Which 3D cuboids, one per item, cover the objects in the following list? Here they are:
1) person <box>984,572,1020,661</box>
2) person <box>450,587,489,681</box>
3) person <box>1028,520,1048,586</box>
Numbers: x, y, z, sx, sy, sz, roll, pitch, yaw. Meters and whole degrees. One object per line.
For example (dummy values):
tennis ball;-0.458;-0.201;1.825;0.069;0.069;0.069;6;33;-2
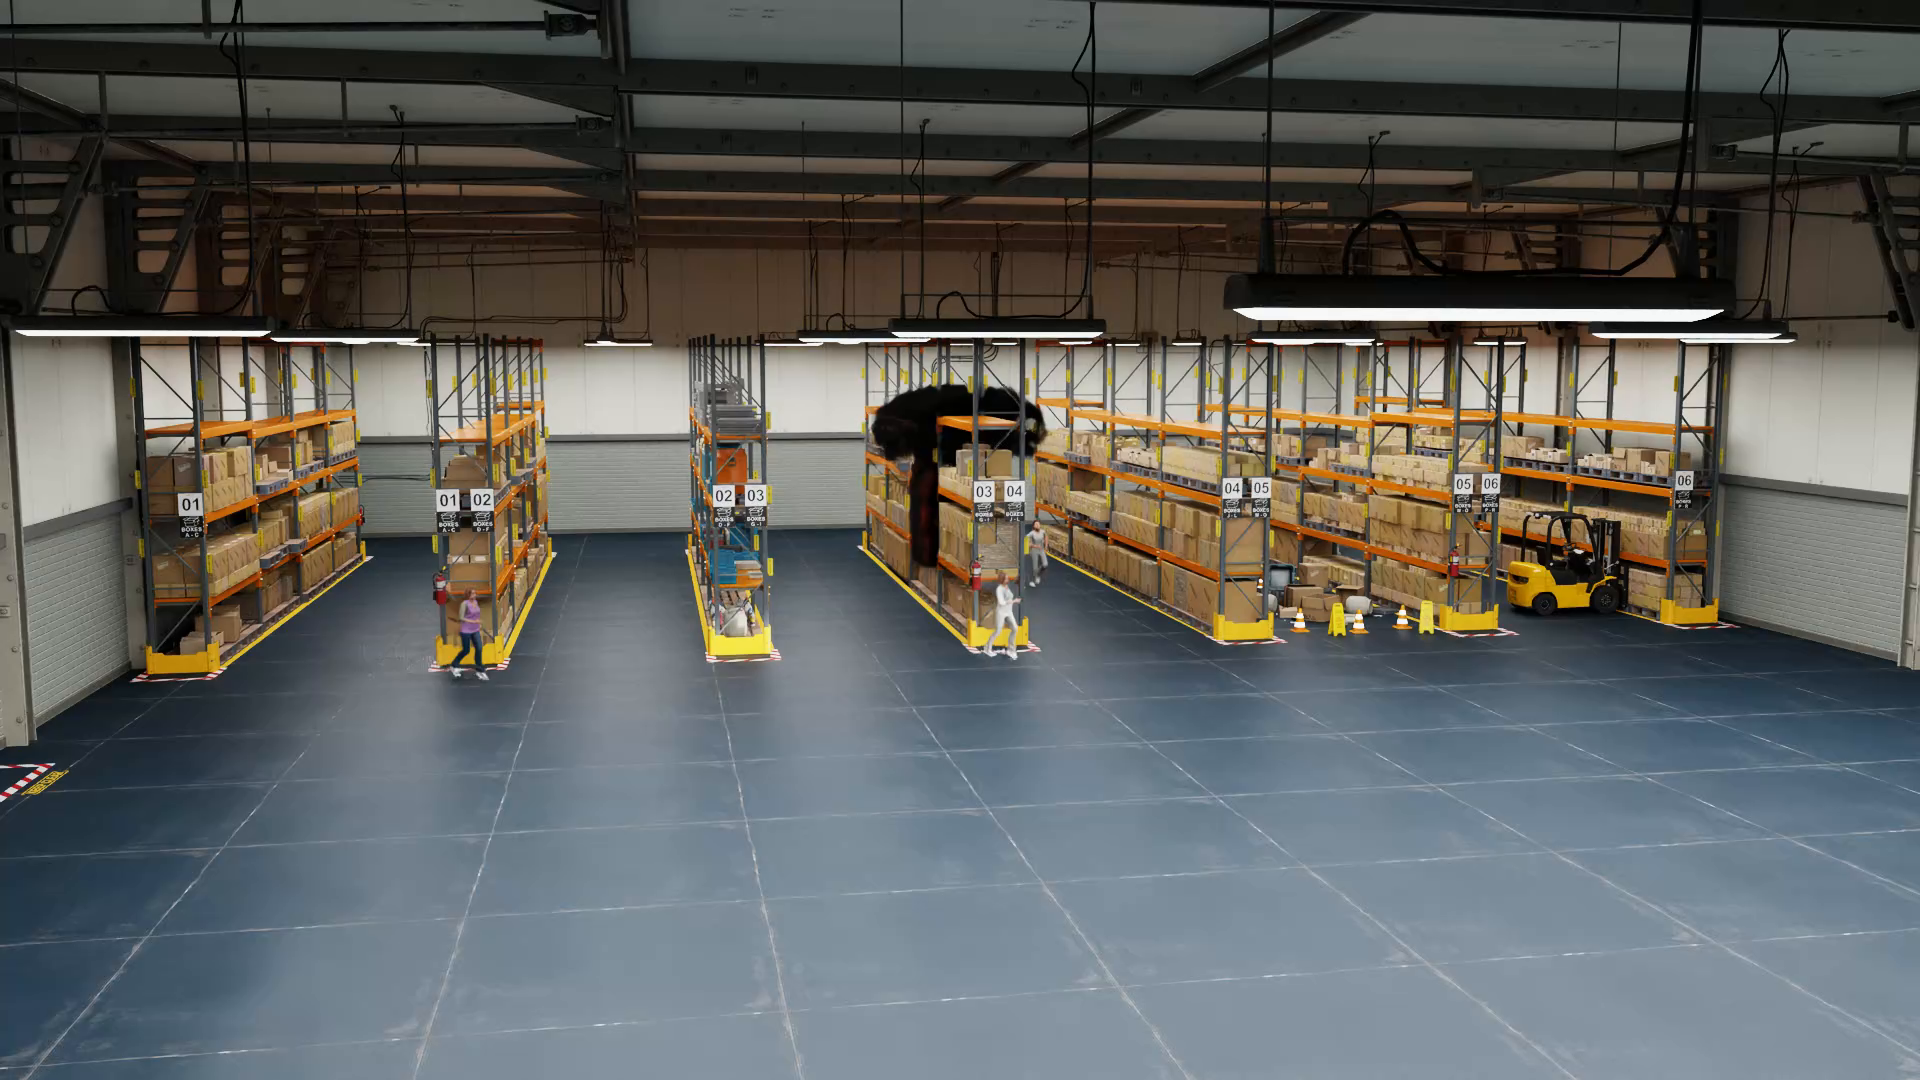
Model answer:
person;0.805;1.412;30.724;0.735;1.646;0.523;4;8;31
person;-8.540;1.625;28.906;0.755;1.638;0.559;3;7;24
person;1.887;0.320;40.074;0.582;1.622;0.744;-2;7;-18
